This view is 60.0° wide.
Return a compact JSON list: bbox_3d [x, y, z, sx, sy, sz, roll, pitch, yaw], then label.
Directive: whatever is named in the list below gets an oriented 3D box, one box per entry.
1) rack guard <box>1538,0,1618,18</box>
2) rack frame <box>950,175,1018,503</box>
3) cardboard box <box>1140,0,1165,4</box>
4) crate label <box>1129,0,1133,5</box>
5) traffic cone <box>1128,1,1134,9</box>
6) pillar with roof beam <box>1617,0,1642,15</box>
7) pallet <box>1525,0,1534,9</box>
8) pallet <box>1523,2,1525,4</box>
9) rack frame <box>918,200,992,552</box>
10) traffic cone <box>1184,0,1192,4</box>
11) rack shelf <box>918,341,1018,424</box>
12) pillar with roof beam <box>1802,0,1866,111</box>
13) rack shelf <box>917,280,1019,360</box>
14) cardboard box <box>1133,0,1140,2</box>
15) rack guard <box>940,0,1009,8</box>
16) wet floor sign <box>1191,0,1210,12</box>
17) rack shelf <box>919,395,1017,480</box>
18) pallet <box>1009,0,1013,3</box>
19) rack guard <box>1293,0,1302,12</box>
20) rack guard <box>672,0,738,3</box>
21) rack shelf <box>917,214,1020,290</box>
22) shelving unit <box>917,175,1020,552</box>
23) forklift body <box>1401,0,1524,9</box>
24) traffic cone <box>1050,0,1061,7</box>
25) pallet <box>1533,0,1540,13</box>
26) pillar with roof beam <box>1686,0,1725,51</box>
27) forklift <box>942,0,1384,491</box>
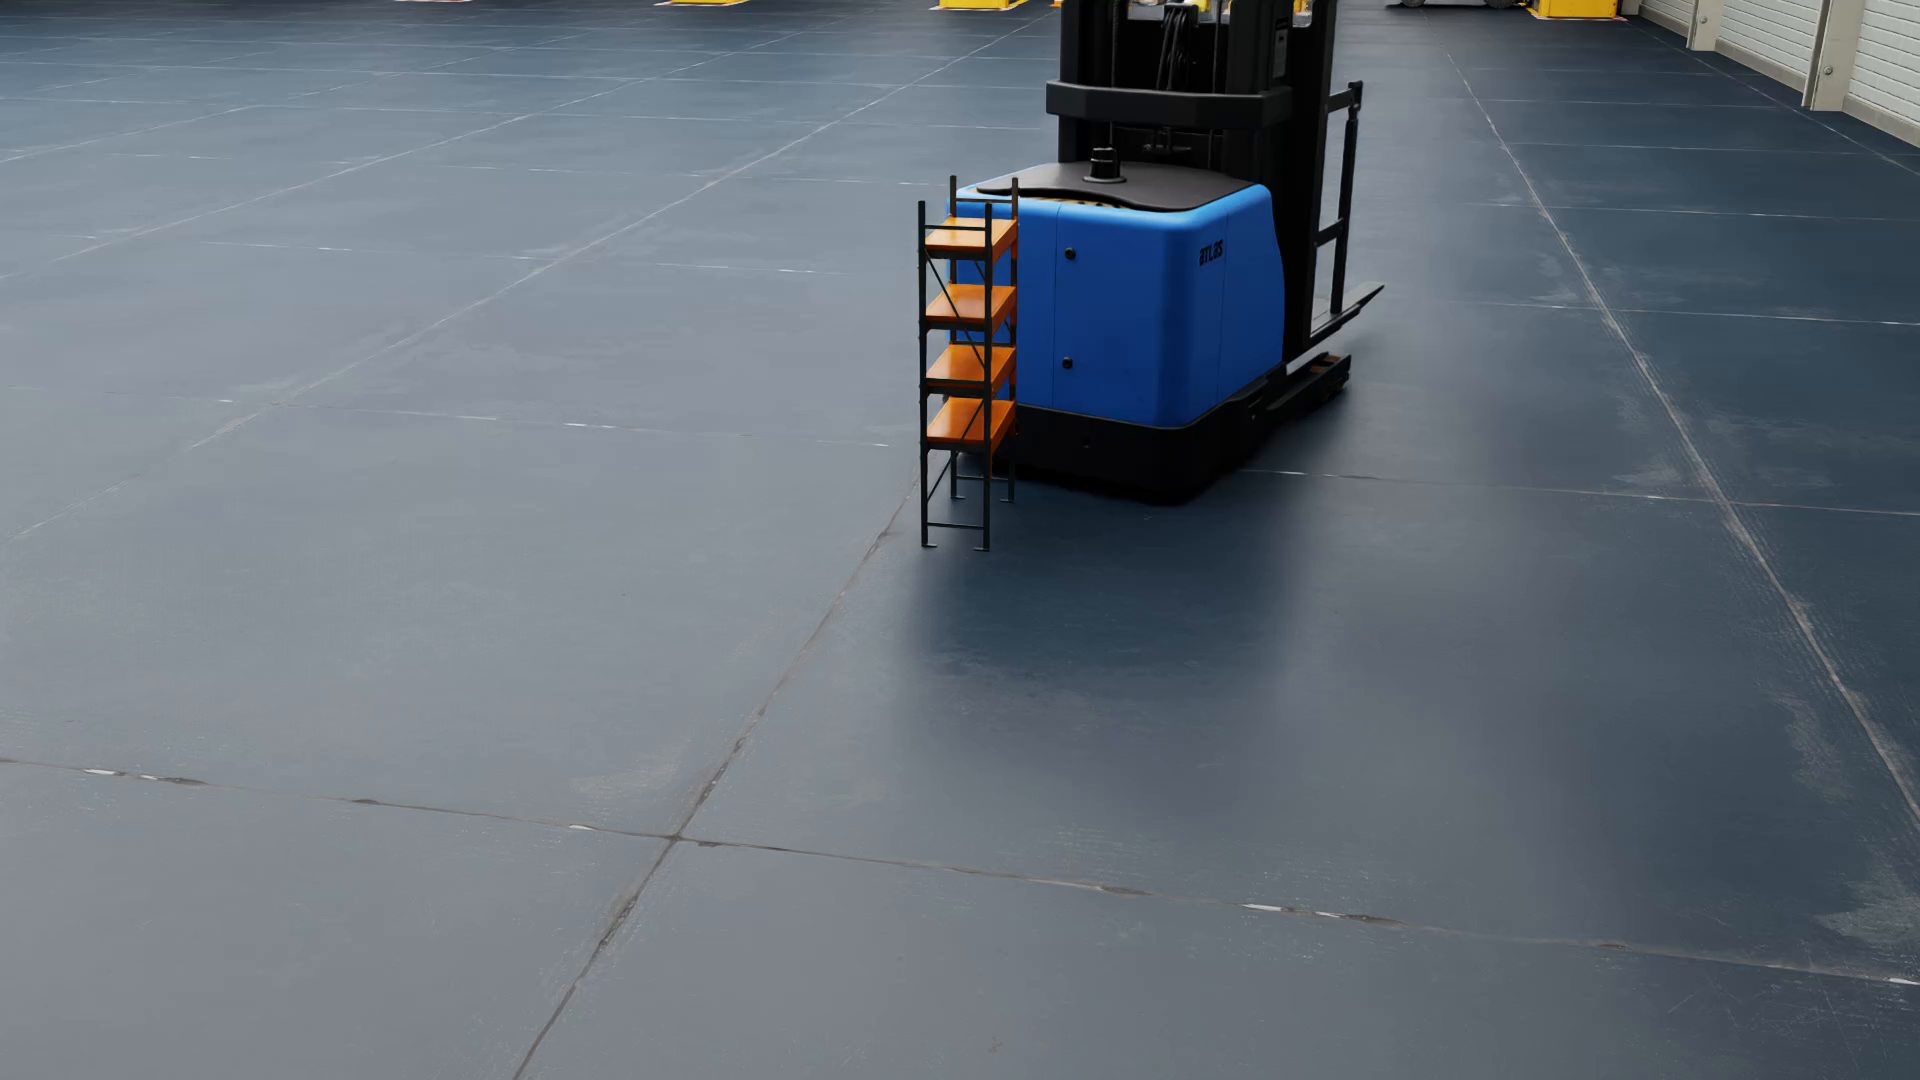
[{"bbox_3d":[9.971,-8.704,26.796,1.175,0.500,0.348,4,22,11],"label":"rack guard"},{"bbox_3d":[0.084,-0.706,6.001,0.240,1.200,0.015,4,22,11],"label":"rack frame"},{"bbox_3d":[3.406,-9.560,29.391,0.380,0.149,0.250,18,28,38],"label":"cardboard box"},{"bbox_3d":[2.885,-9.429,29.083,0.250,0.136,0.298,-7,23,-17],"label":"crate label"},{"bbox_3d":[2.785,-9.288,28.296,0.336,0.463,0.334,4,22,11],"label":"traffic cone"},{"bbox_3d":[6.786,-13.169,26.506,9.100,9.000,0.400,4,22,11],"label":"pillar with roof beam"},{"bbox_3d":[10.342,-9.306,28.678,1.003,0.211,1.213,4,22,11],"label":"pallet"},{"bbox_3d":[10.589,-9.754,29.789,1.003,0.211,1.213,4,22,11],"label":"pallet"},{"bbox_3d":[-0.016,-0.528,5.558,0.240,1.200,0.015,4,22,11],"label":"rack frame"},{"bbox_3d":[3.941,-9.328,28.395,0.336,0.463,0.334,4,22,11],"label":"traffic cone"},{"bbox_3d":[0.034,-0.555,5.805,0.258,0.148,0.480,4,22,11],"label":"rack shelf"},{"bbox_3d":[4.338,-8.780,15.609,9.100,9.000,0.400,4,22,11],"label":"pillar with roof beam"},{"bbox_3d":[0.034,-0.762,5.721,0.258,0.148,0.480,4,22,11],"label":"rack shelf"},{"bbox_3d":[2.996,-9.926,29.827,0.797,0.503,0.637,-11,25,-26],"label":"cardboard box"},{"bbox_3d":[0.245,-9.421,28.577,1.175,0.500,0.348,4,22,11],"label":"rack guard"},{"bbox_3d":[4.030,-9.169,27.756,0.267,0.644,0.232,13,25,29],"label":"wet floor sign"},{"bbox_3d":[0.034,-0.371,5.879,0.258,0.148,0.480,4,22,11],"label":"rack shelf"},{"bbox_3d":[0.336,-9.594,29.394,1.003,0.211,1.213,4,22,11],"label":"pallet"},{"bbox_3d":[5.132,-9.117,27.822,1.175,0.500,0.348,4,22,11],"label":"rack guard"},{"bbox_3d":[-4.570,-9.873,29.698,1.175,0.500,0.348,4,22,11],"label":"rack guard"},{"bbox_3d":[0.034,-0.982,5.633,0.258,0.148,0.480,4,22,11],"label":"rack shelf"},{"bbox_3d":[0.034,-0.617,5.780,0.258,1.200,0.503,4,22,11],"label":"shelving unit"},{"bbox_3d":[8.577,-10.311,28.576,2.313,2.155,1.214,4,22,11],"label":"forklift body"},{"bbox_3d":[1.748,-9.499,28.819,0.336,0.463,0.334,4,22,11],"label":"traffic cone"},{"bbox_3d":[10.091,-8.861,27.574,1.003,0.211,1.213,4,22,11],"label":"pallet"},{"bbox_3d":[5.562,-10.975,21.058,9.100,9.000,0.400,4,22,11],"label":"pillar with roof beam"},{"bbox_3d":[1.113,-2.046,7.009,1.130,2.935,3.031,12,25,28],"label":"forklift"}]
